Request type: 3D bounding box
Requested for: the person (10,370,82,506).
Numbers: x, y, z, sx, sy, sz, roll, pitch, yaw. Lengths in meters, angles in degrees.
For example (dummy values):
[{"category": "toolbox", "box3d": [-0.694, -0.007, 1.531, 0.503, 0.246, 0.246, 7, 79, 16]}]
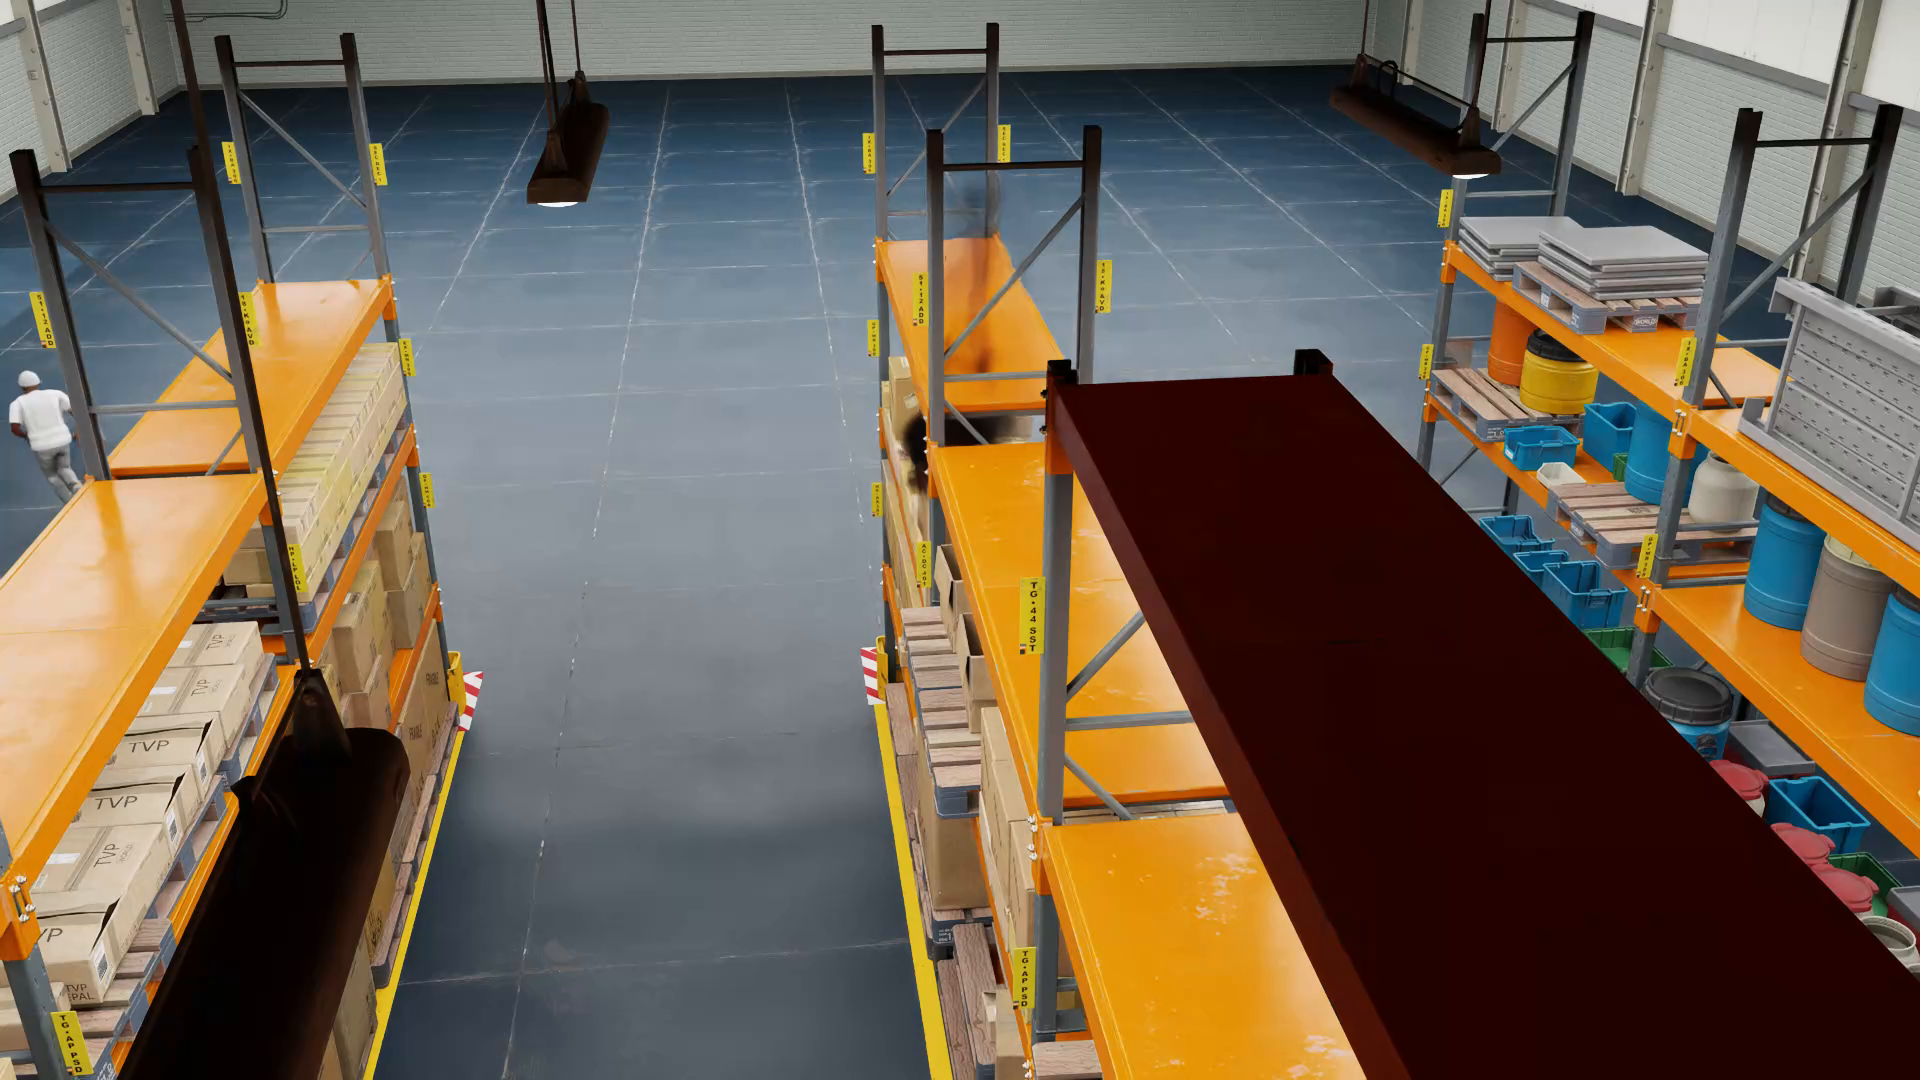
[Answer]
[{"category": "person", "box3d": [-10.256, -1.049, 18.797, 0.834, 1.693, 0.697, 20, 32, 36]}]
